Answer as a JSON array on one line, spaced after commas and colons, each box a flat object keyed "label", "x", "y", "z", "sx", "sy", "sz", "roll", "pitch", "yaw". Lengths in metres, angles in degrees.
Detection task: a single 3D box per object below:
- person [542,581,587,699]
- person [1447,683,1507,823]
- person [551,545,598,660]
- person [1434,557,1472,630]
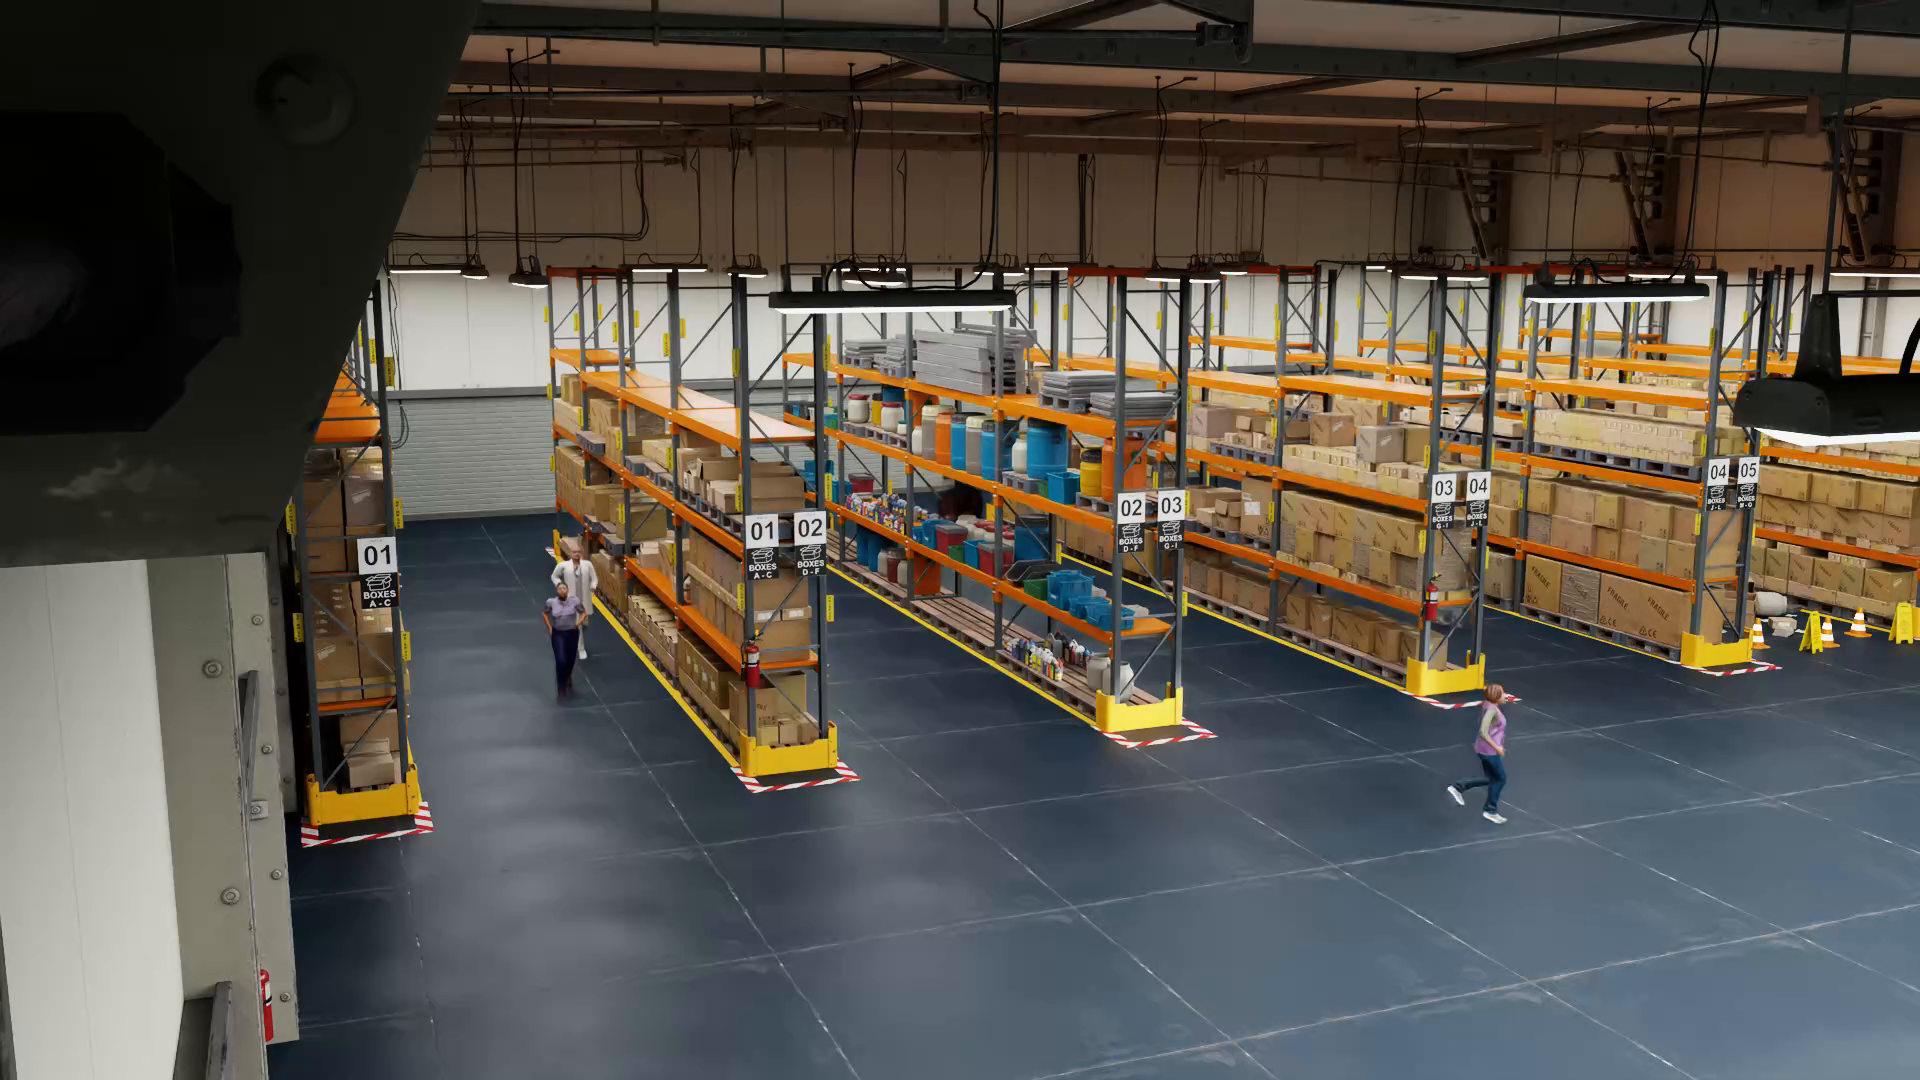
[{"label": "person", "x": -5.677, "y": 1.414, "z": 23.938, "sx": 0.612, "sy": 1.715, "sz": 0.721, "roll": -4, "pitch": 11, "yaw": -20}, {"label": "person", "x": 5.814, "y": 2.369, "z": 18.591, "sx": 0.659, "sy": 1.602, "sz": 0.555, "roll": 3, "pitch": 10, "yaw": 14}, {"label": "person", "x": -6.053, "y": 0.947, "z": 26.229, "sx": 0.711, "sy": 1.769, "sz": 0.899, "roll": -5, "pitch": 11, "yaw": -24}, {"label": "person", "x": 8.322, "y": 0.688, "z": 27.987, "sx": 0.587, "sy": 1.695, "sz": 0.671, "roll": -6, "pitch": 12, "yaw": -31}]
